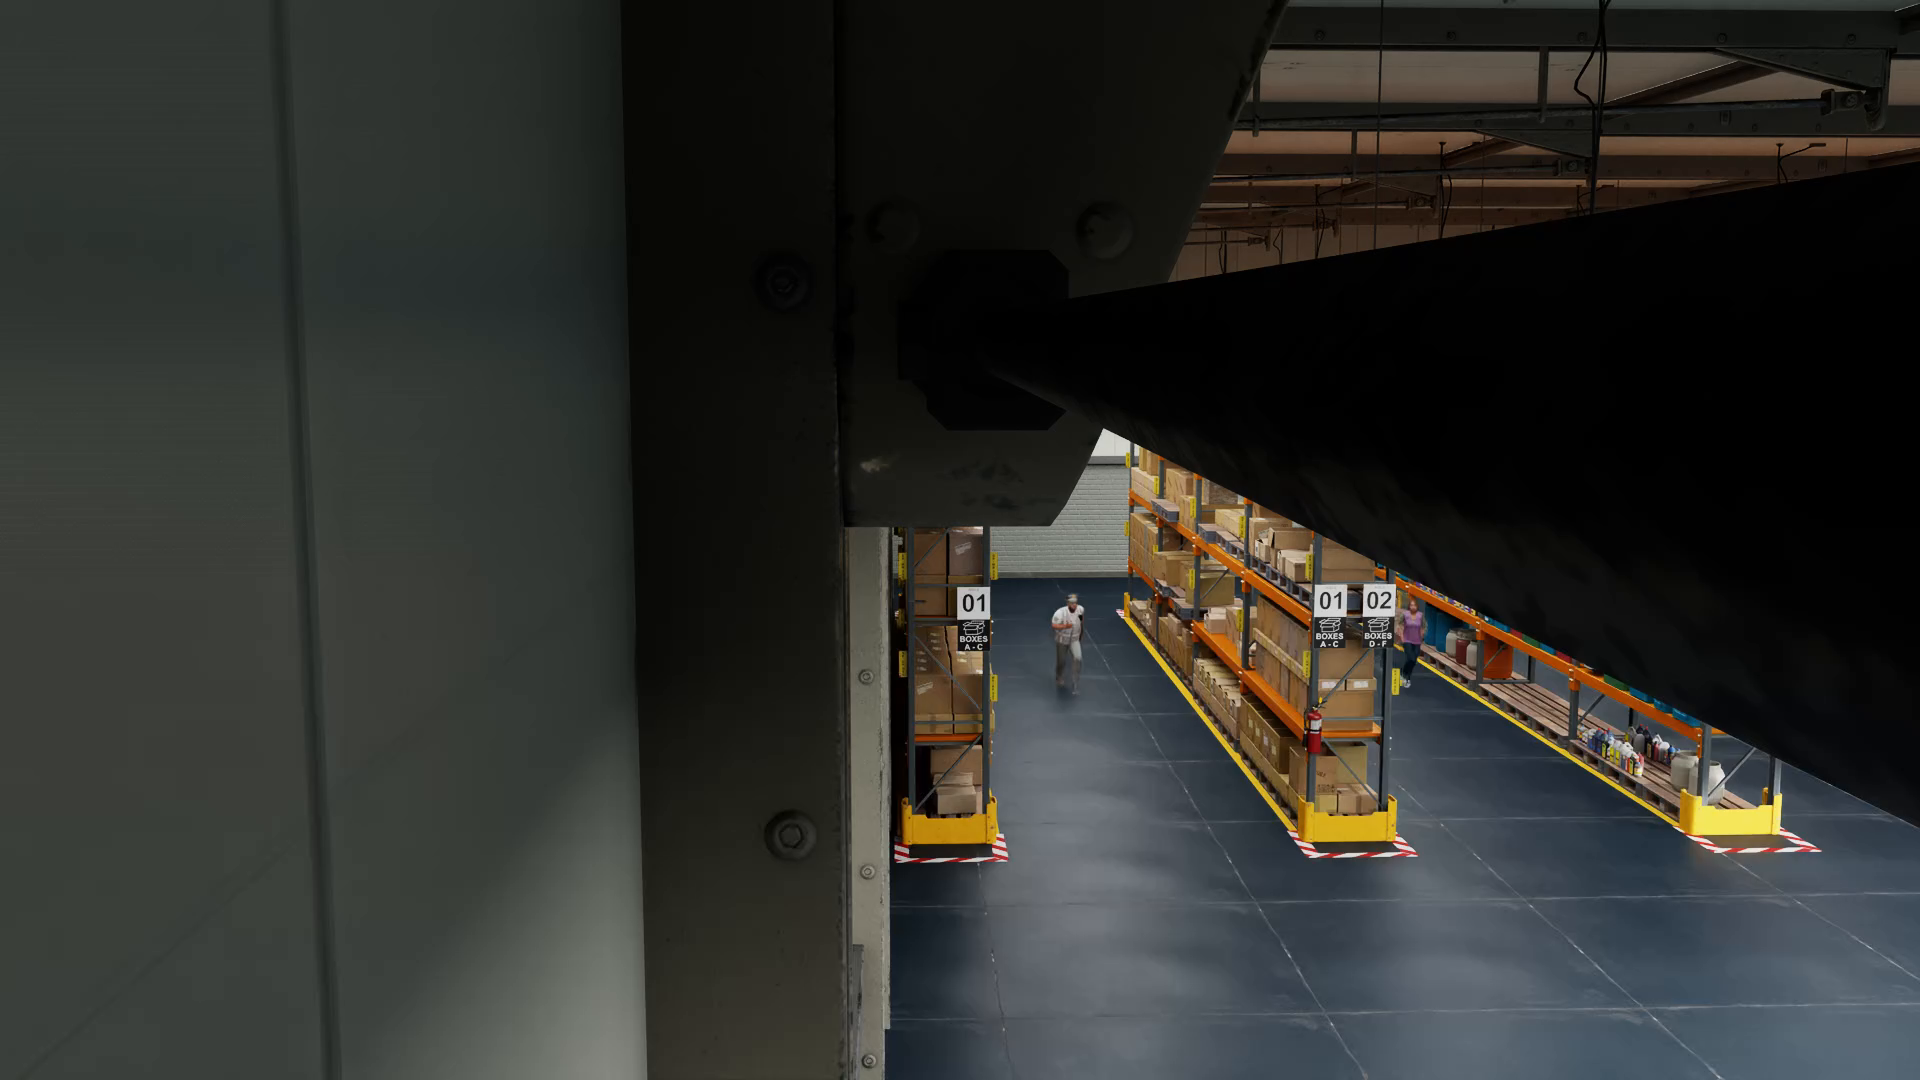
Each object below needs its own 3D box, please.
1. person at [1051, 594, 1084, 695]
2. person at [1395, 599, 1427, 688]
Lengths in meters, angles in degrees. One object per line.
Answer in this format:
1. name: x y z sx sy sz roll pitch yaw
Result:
1. person: 1.867 1.783 28.968 0.653 1.796 0.978 -1 7 -11
2. person: 7.926 1.821 29.135 0.511 1.585 0.639 0 7 -1
